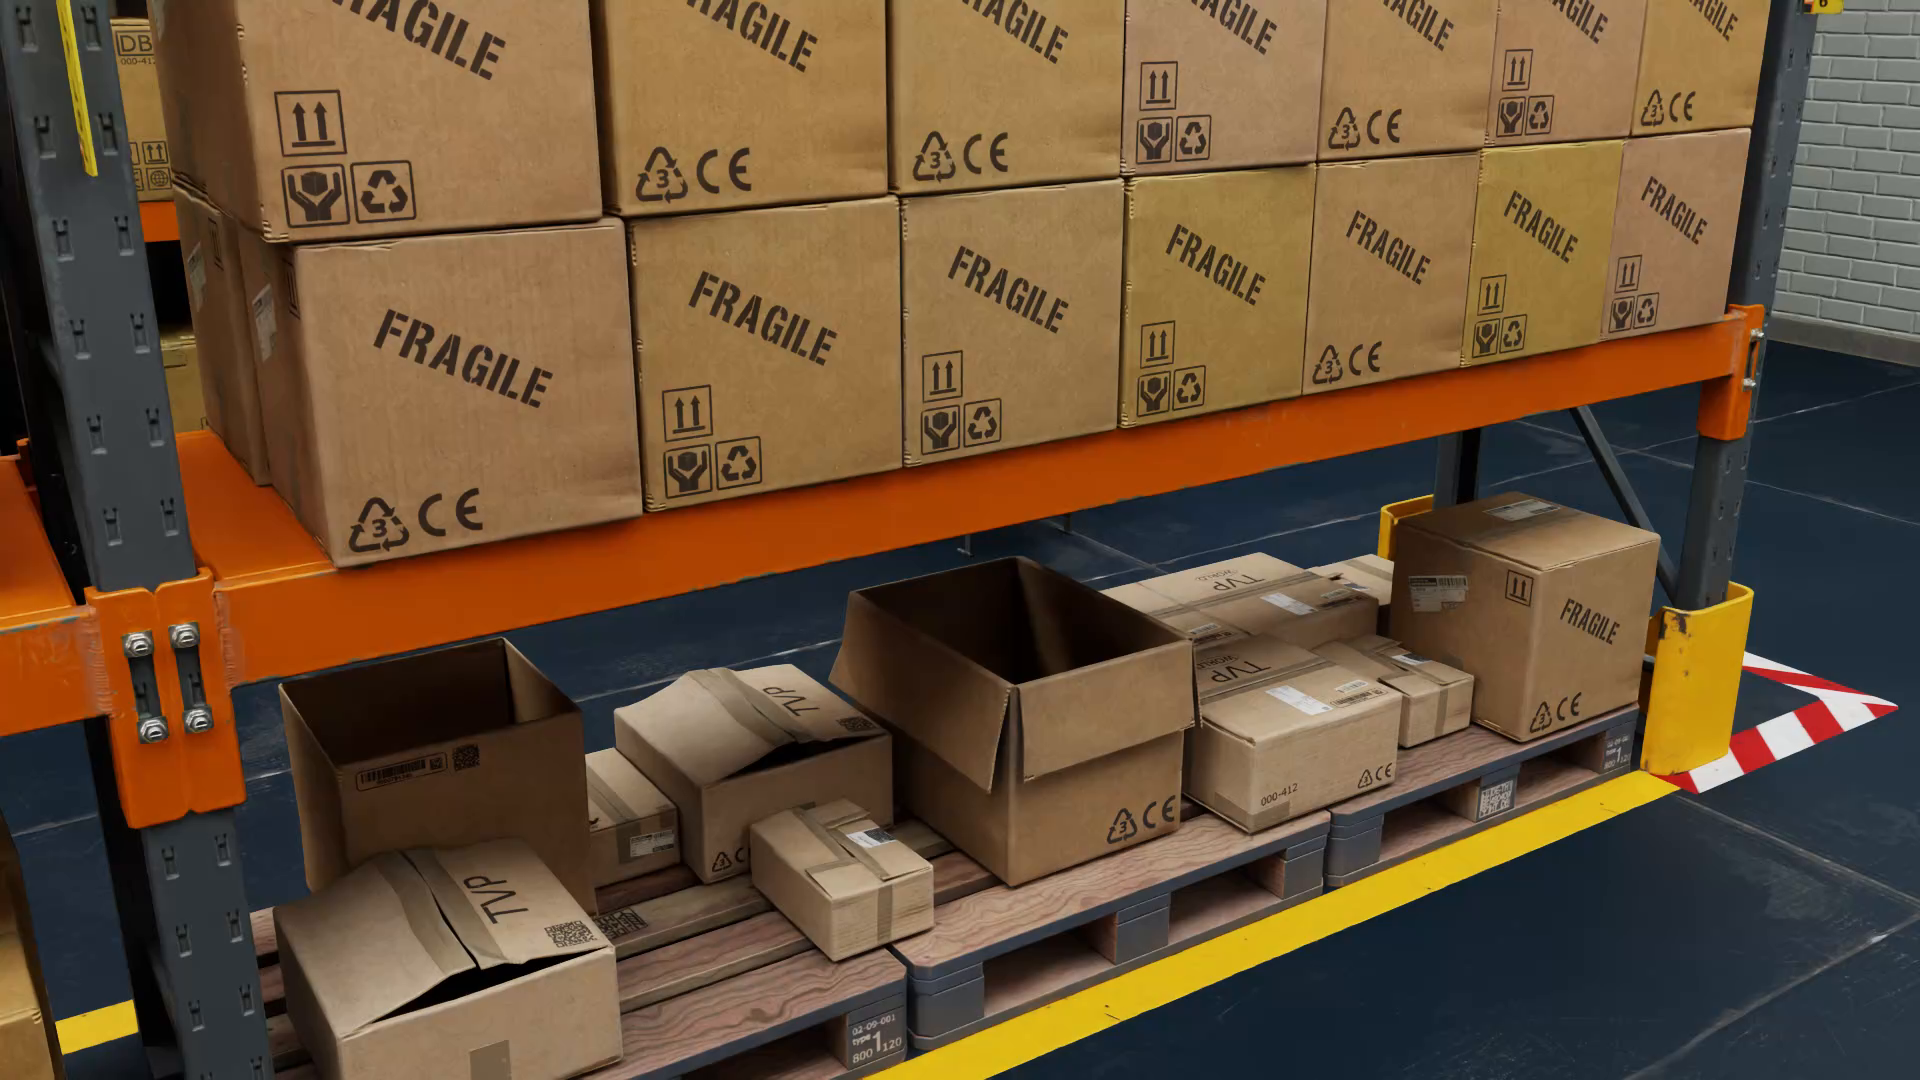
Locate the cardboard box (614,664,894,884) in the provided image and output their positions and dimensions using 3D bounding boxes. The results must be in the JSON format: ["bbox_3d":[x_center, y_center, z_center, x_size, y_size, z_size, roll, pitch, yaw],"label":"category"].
[{"bbox_3d":[-0.503,0.523,4.026,0.500,0.311,0.500,-12,22,-31],"label":"cardboard box"}]

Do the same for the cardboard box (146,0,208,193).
[{"bbox_3d":[-1.169,-0.913,3.045,0.500,0.500,0.500,-12,22,-31],"label":"cardboard box"}]

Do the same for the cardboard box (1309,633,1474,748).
[{"bbox_3d":[1.185,0.404,4.603,0.250,0.166,0.380,-12,22,-31],"label":"cardboard box"}]

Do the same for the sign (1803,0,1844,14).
[{"bbox_3d":[2.180,-1.485,4.152,0.005,0.325,0.100,-12,22,-31],"label":"sign"}]

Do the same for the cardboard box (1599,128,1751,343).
[{"bbox_3d":[1.667,-0.834,4.373,0.500,0.500,0.500,-11,22,-30],"label":"cardboard box"}]

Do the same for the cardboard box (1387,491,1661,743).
[{"bbox_3d":[1.573,0.199,4.689,0.500,0.500,0.500,-12,22,-31],"label":"cardboard box"}]

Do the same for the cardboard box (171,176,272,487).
[{"bbox_3d":[-1.173,-0.438,3.201,0.500,0.500,0.500,-11,22,-31],"label":"cardboard box"}]

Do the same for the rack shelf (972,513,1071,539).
[{"bbox_3d":[0.138,-0.348,6.723,0.480,0.518,0.431,-12,22,-31],"label":"rack shelf"}]

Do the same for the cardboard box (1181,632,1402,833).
[{"bbox_3d":[0.763,0.477,4.258,0.500,0.250,0.500,-12,22,-31],"label":"cardboard box"}]

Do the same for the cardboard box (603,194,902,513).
[{"bbox_3d":[-0.448,-0.389,3.057,0.500,0.500,0.500,-11,22,-30],"label":"cardboard box"}]

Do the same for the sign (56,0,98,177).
[{"bbox_3d":[-1.141,-0.635,2.131,0.005,0.325,0.100,-12,22,-31],"label":"sign"}]

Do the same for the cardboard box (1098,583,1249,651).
[{"bbox_3d":[0.446,0.352,4.627,0.500,0.250,0.500,-12,22,-31],"label":"cardboard box"}]

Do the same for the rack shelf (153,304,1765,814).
[{"bbox_3d":[0.221,-0.245,3.911,4.000,0.370,1.077,-12,22,-31],"label":"rack shelf"}]

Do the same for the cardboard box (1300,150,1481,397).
[{"bbox_3d":[0.816,-0.655,3.844,0.500,0.500,0.500,-12,22,-31],"label":"cardboard box"}]

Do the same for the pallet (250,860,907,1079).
[{"bbox_3d":[-0.875,0.966,3.557,1.213,0.211,1.003,-12,22,-31],"label":"pallet"}]

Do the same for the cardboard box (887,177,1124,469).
[{"bbox_3d":[-0.029,-0.477,3.315,0.500,0.500,0.500,-12,22,-32],"label":"cardboard box"}]

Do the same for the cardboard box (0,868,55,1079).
[{"bbox_3d":[-1.704,0.905,2.599,0.500,0.500,0.500,-12,22,-32],"label":"cardboard box"}]

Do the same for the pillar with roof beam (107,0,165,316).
[{"bbox_3d":[-1.700,-3.604,3.353,0.400,9.000,9.100,-12,22,-31],"label":"pillar with roof beam"}]

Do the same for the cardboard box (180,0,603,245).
[{"bbox_3d":[-0.901,-0.763,2.600,0.500,0.500,0.500,-11,22,-30],"label":"cardboard box"}]

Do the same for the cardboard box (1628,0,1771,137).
[{"bbox_3d":[1.671,-1.308,4.212,0.500,0.500,0.500,-12,22,-32],"label":"cardboard box"}]

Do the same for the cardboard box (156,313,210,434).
[{"bbox_3d":[-3.496,-0.677,7.312,0.500,0.500,0.700,-12,22,-31],"label":"cardboard box"}]

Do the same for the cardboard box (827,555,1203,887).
[{"bbox_3d":[0.117,0.408,4.066,0.637,0.503,0.797,-12,22,-31],"label":"cardboard box"}]

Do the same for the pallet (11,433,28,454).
[{"bbox_3d":[-3.498,-0.350,7.452,1.213,0.211,1.003,-12,22,-31],"label":"pallet"}]

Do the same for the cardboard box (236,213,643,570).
[{"bbox_3d":[-0.873,-0.298,2.787,0.500,0.500,0.500,-11,22,-30],"label":"cardboard box"}]

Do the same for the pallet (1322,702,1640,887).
[{"bbox_3d":[1.163,0.537,4.828,1.213,0.211,1.003,-12,22,-31],"label":"pallet"}]

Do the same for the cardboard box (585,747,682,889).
[{"bbox_3d":[-0.849,0.650,3.904,0.250,0.149,0.380,-12,22,-31],"label":"cardboard box"}]

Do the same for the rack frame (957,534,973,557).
[{"bbox_3d":[-0.066,-0.981,6.368,0.015,2.100,0.400,-12,22,-31],"label":"rack frame"}]

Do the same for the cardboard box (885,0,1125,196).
[{"bbox_3d":[-0.040,-0.944,3.137,0.500,0.500,0.500,-13,22,-33],"label":"cardboard box"}]

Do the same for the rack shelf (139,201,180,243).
[{"bbox_3d":[-2.506,-1.570,7.828,4.000,0.370,1.077,-12,22,-31],"label":"rack shelf"}]

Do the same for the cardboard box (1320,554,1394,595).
[{"bbox_3d":[1.353,0.185,5.277,0.250,0.149,0.380,-12,22,-31],"label":"cardboard box"}]

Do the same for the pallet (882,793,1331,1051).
[{"bbox_3d":[0.145,0.750,4.197,1.213,0.211,1.003,-12,22,-31],"label":"pallet"}]

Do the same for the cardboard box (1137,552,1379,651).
[{"bbox_3d":[0.864,0.264,4.888,0.500,0.250,0.500,-12,22,-31],"label":"cardboard box"}]

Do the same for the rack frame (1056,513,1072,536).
[{"bbox_3d":[0.342,-1.067,6.622,0.015,2.100,0.400,-12,22,-31],"label":"rack frame"}]

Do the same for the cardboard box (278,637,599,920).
[{"bbox_3d":[-1.129,0.566,3.605,0.500,0.500,0.500,-12,22,-31],"label":"cardboard box"}]

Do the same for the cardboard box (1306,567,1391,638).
[{"bbox_3d":[1.144,0.221,5.144,0.250,0.166,0.380,-12,22,-31],"label":"cardboard box"}]

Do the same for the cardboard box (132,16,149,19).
[{"bbox_3d":[-3.102,-1.919,7.268,0.700,0.700,0.980,-13,22,-33],"label":"cardboard box"}]

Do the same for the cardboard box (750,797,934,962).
[{"bbox_3d":[-0.263,0.729,3.643,0.250,0.166,0.380,-12,22,-31],"label":"cardboard box"}]

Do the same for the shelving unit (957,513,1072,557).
[{"bbox_3d":[0.138,-1.024,6.495,0.503,2.100,0.431,-12,22,-31],"label":"shelving unit"}]

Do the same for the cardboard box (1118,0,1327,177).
[{"bbox_3d":[0.390,-1.035,3.407,0.500,0.500,0.500,-11,22,-30],"label":"cardboard box"}]

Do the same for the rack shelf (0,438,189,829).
[{"bbox_3d":[-3.119,0.459,1.827,4.000,0.370,1.077,-12,22,-31],"label":"rack shelf"}]

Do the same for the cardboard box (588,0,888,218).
[{"bbox_3d":[-0.470,-0.854,2.869,0.500,0.500,0.500,-13,22,-33],"label":"cardboard box"}]

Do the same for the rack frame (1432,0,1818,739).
[{"bbox_3d":[1.892,-0.939,4.837,0.127,3.000,1.000,-12,22,-31],"label":"rack frame"}]

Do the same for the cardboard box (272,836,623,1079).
[{"bbox_3d":[-0.979,0.815,3.161,0.500,0.311,0.500,-12,22,-31],"label":"cardboard box"}]

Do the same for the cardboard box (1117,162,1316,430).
[{"bbox_3d":[0.395,-0.567,3.582,0.500,0.500,0.500,-12,22,-32],"label":"cardboard box"}]

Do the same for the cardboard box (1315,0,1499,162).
[{"bbox_3d":[0.819,-1.126,3.674,0.500,0.500,0.500,-11,22,-30],"label":"cardboard box"}]

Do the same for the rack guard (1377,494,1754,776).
[{"bbox_3d":[1.828,0.259,5.198,0.348,0.500,1.175,-12,22,-31],"label":"rack guard"}]

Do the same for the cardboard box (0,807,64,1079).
[{"bbox_3d":[-1.987,0.762,3.024,0.500,0.500,0.500,-13,23,-34],"label":"cardboard box"}]

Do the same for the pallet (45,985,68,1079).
[{"bbox_3d":[-2.108,1.240,2.746,1.213,0.211,1.003,-12,22,-31],"label":"pallet"}]

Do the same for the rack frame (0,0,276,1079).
[{"bbox_3d":[-1.449,-0.234,2.753,0.127,3.000,1.000,-12,22,-31],"label":"rack frame"}]

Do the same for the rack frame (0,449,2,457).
[{"bbox_3d":[-4.177,-1.558,6.671,0.127,3.000,1.000,-12,22,-31],"label":"rack frame"}]

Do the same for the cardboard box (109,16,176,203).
[{"bbox_3d":[-3.715,-1.792,6.892,0.700,0.700,0.980,-12,22,-31],"label":"cardboard box"}]

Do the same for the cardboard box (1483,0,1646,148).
[{"bbox_3d":[1.250,-1.218,3.948,0.500,0.500,0.500,-11,22,-30],"label":"cardboard box"}]

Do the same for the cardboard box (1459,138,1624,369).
[{"bbox_3d":[1.236,-0.742,4.100,0.500,0.500,0.500,-12,22,-31],"label":"cardboard box"}]
